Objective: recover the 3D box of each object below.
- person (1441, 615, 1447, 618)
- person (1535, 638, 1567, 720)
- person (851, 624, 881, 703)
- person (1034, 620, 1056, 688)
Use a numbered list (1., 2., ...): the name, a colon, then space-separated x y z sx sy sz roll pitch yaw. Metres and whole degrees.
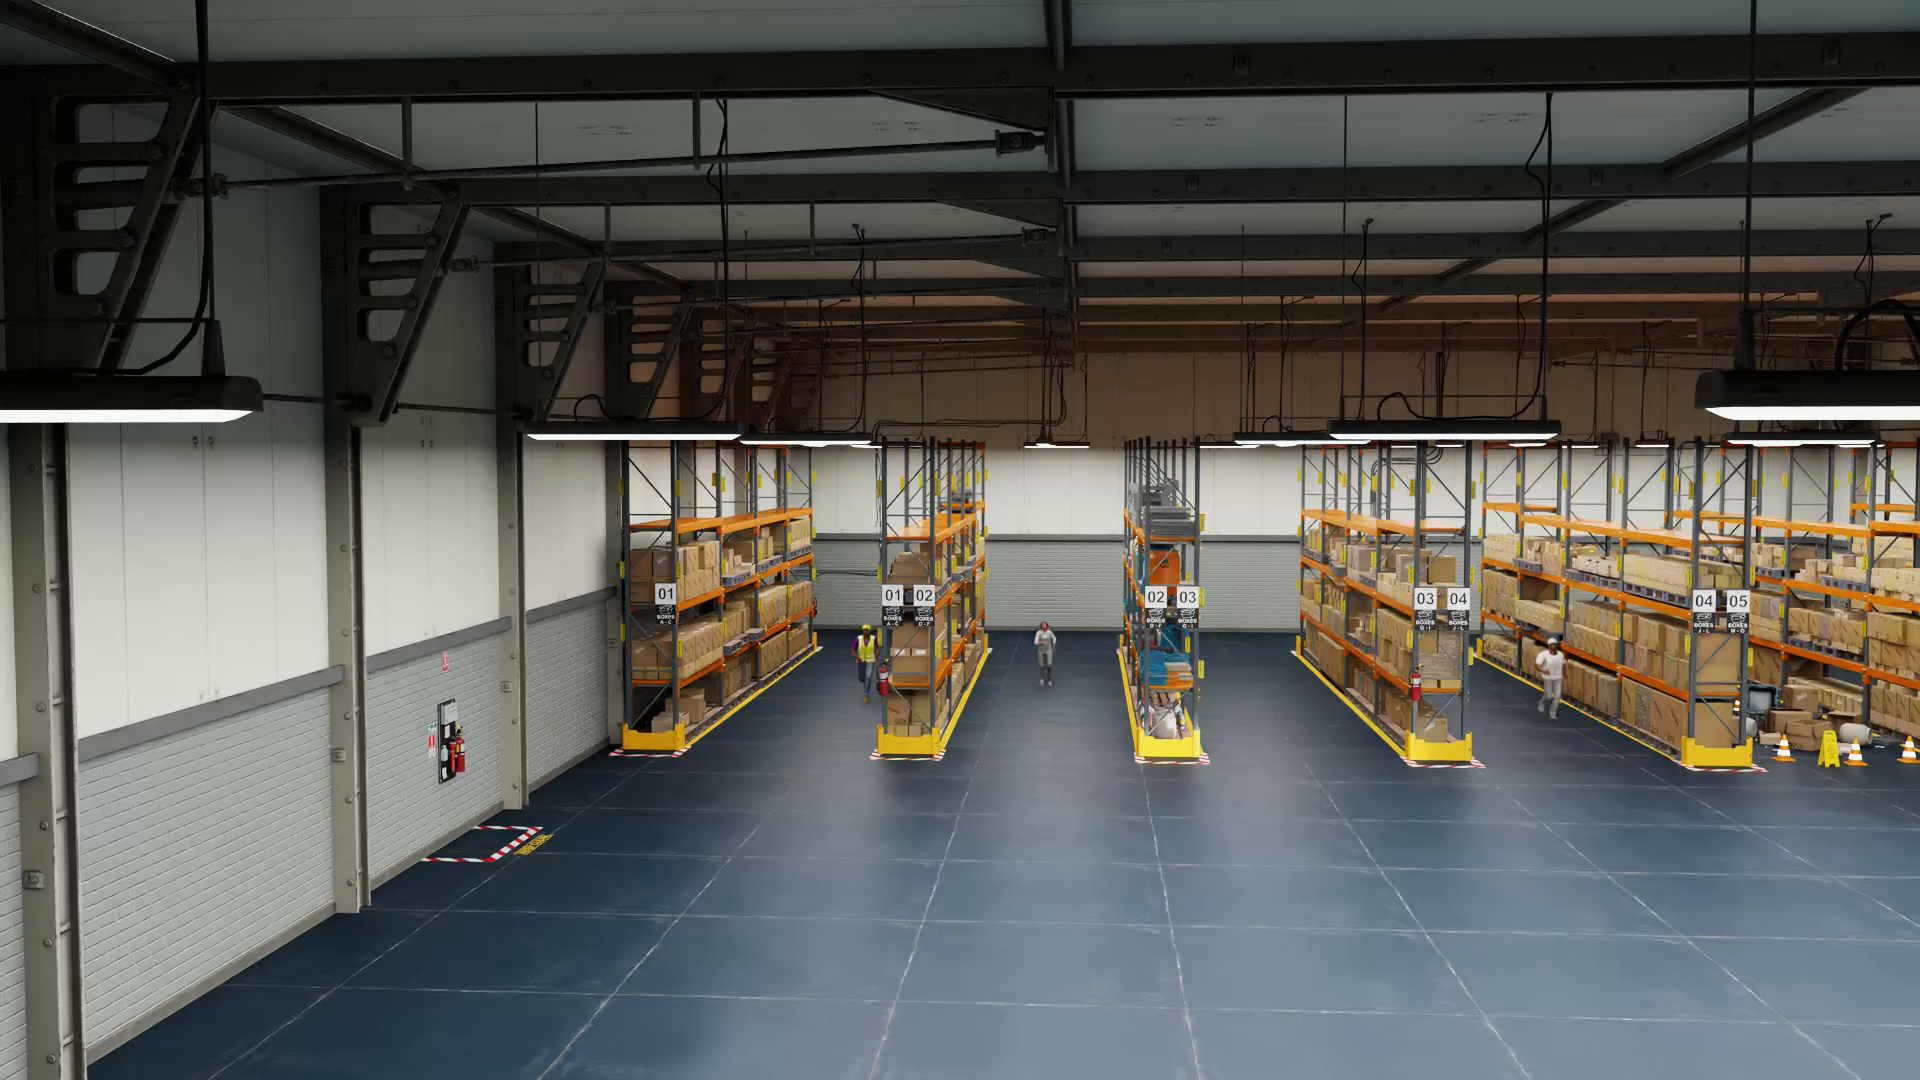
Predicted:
1. person: 13.199 2.387 46.256 0.712 1.711 0.964 1 3 21
2. person: 12.649 2.954 35.575 0.704 1.725 0.668 0 3 -4
3. person: -2.176 2.819 38.330 0.671 1.757 1.098 0 3 7
4. person: 2.065 2.773 40.299 0.526 1.648 0.684 0 3 0
